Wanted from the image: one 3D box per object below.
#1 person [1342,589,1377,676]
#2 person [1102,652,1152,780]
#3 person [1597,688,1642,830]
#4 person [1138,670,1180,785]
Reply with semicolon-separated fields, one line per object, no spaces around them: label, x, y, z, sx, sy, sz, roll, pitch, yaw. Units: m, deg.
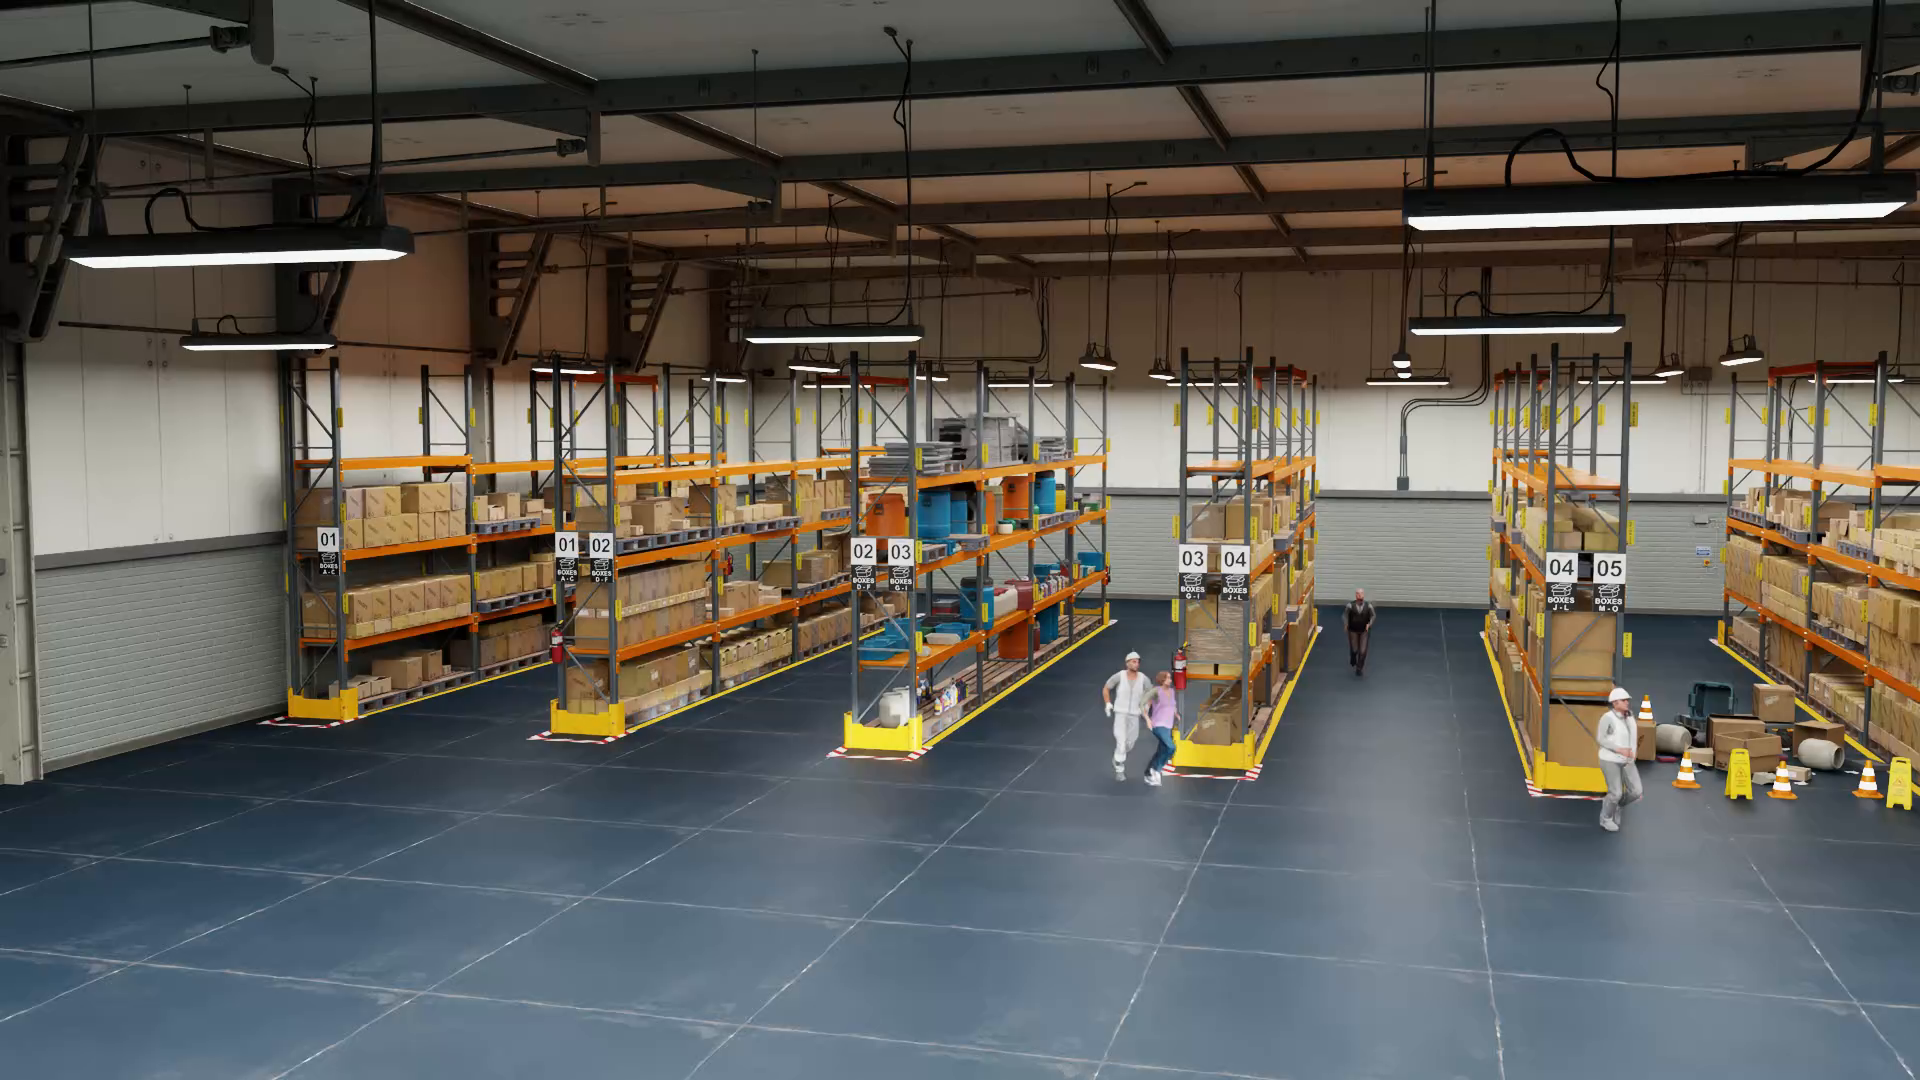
person;7.790;1.793;32.452;0.660;1.683;0.585;1;4;11
person;2.350;2.435;23.227;0.710;1.747;0.678;0;4;-5
person;8.010;2.655;20.100;0.679;1.733;0.584;-2;5;-23
person;2.762;2.560;22.616;0.528;1.545;0.563;-4;6;-42
